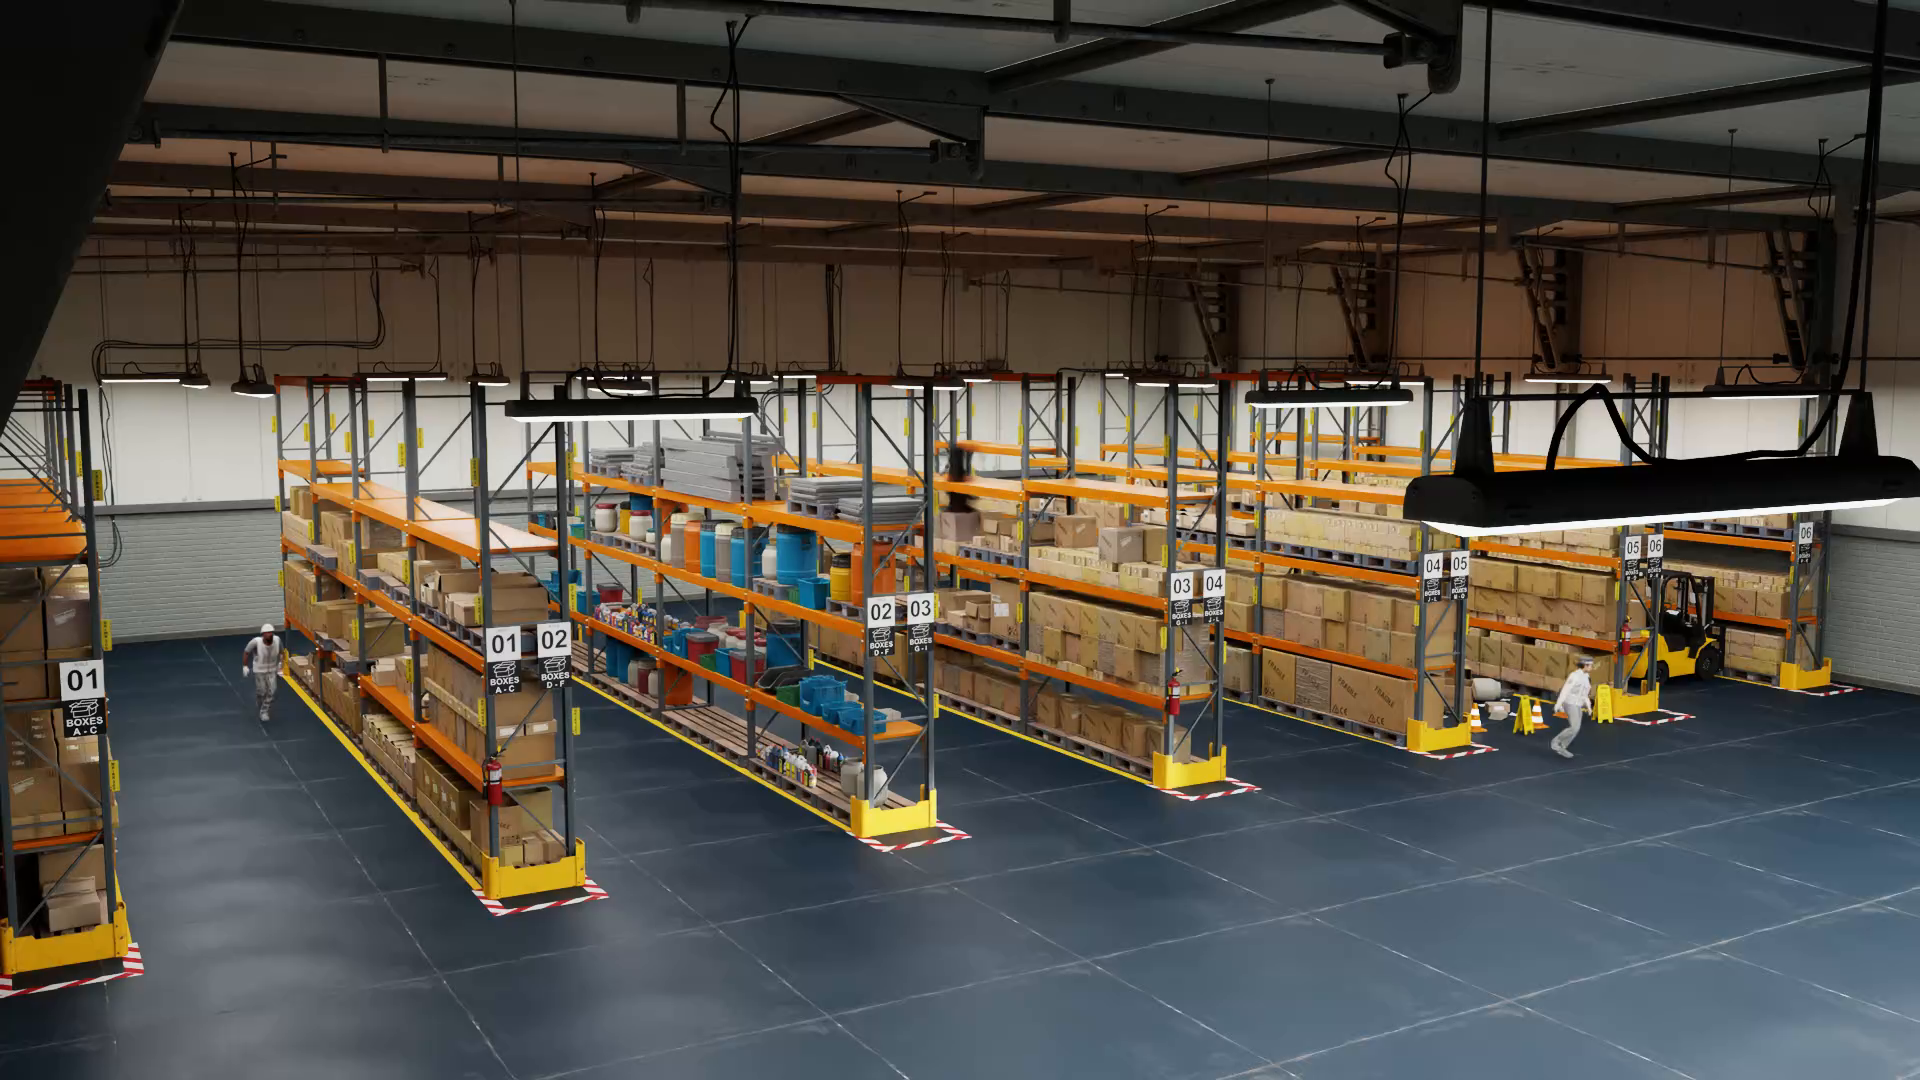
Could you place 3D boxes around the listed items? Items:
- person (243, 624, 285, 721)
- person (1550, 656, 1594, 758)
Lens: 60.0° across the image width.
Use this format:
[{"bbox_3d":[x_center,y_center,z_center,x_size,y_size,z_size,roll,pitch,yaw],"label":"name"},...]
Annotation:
[{"bbox_3d":[-12.196,2.297,29.164,0.686,1.709,0.699,-6,9,-44],"label":"person"},{"bbox_3d":[9.739,2.645,26.434,0.569,1.630,0.615,6,8,41],"label":"person"}]
